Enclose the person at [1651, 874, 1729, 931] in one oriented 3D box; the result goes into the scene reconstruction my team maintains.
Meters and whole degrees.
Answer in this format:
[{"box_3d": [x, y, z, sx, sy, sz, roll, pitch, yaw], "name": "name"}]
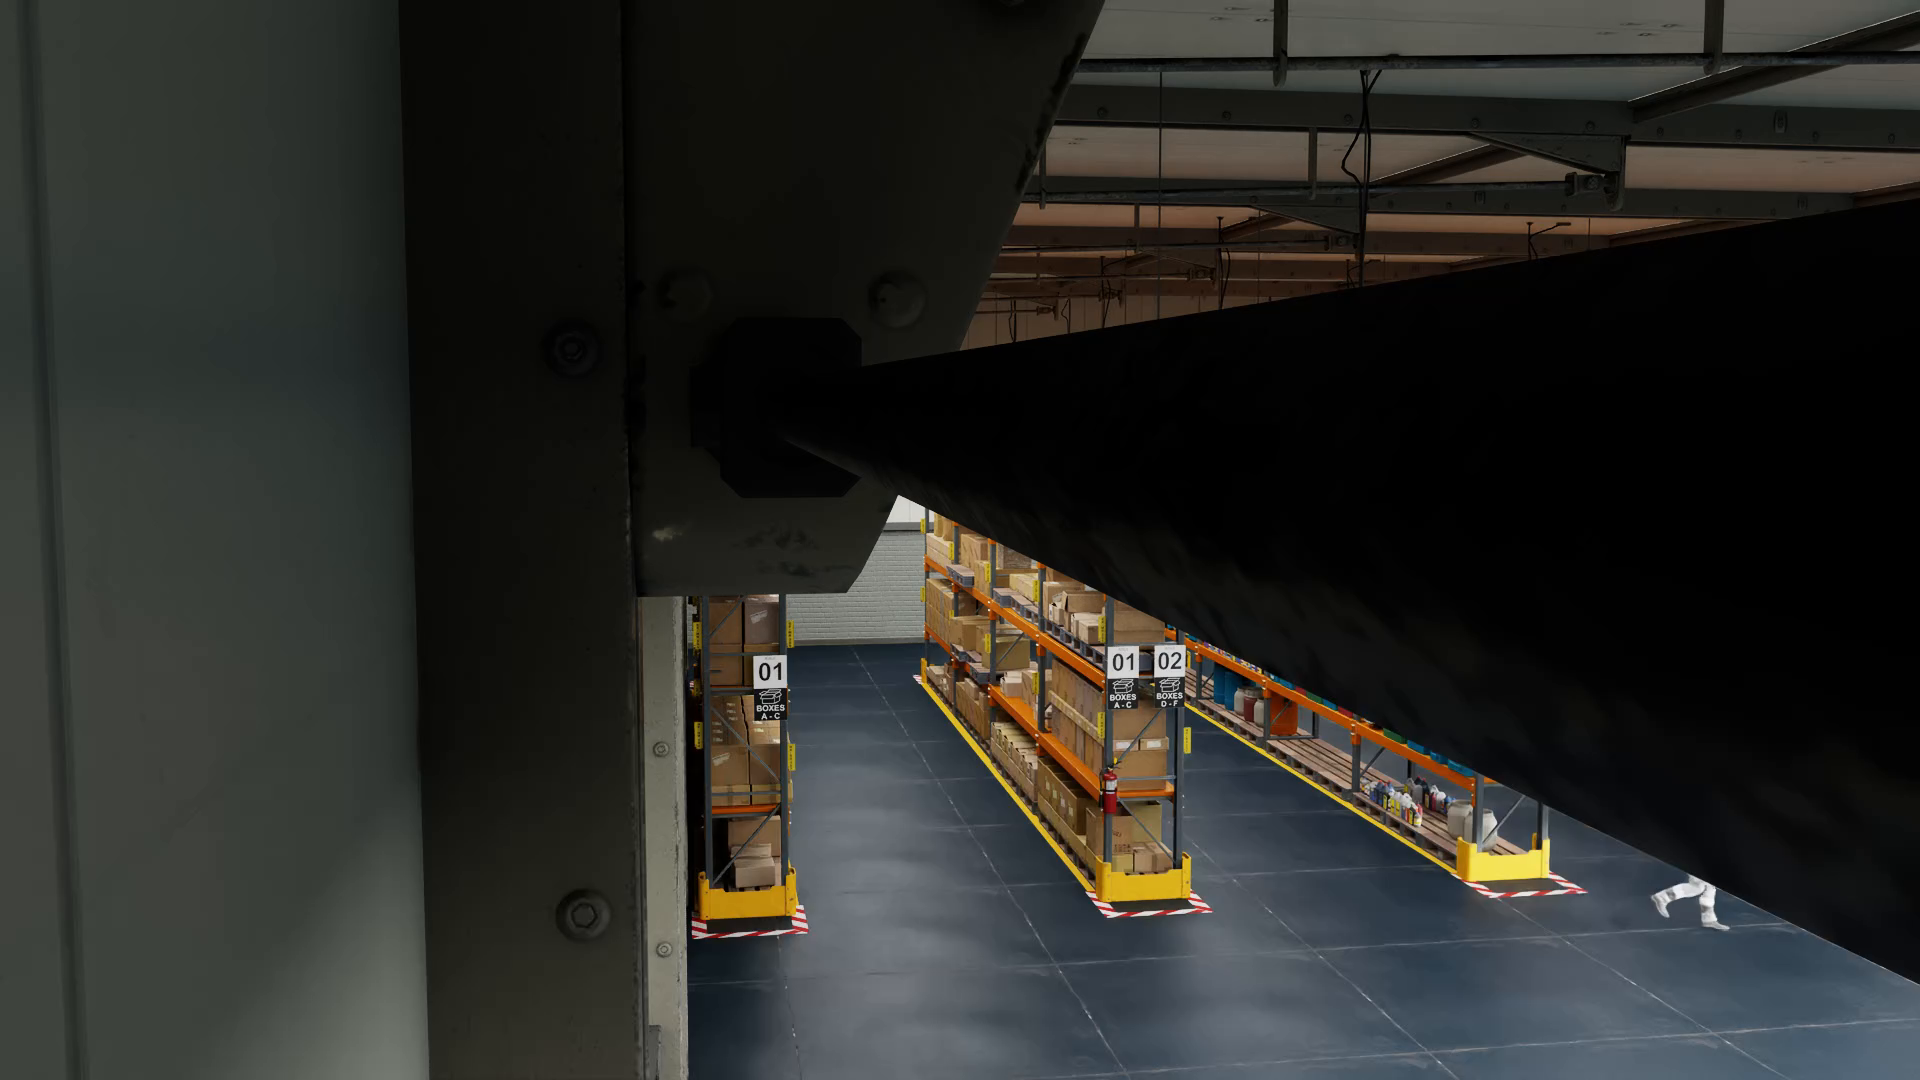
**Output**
[{"box_3d": [8.687, 3.722, 19.733, 0.873, 1.780, 0.664, 2, 5, 22], "name": "person"}]
